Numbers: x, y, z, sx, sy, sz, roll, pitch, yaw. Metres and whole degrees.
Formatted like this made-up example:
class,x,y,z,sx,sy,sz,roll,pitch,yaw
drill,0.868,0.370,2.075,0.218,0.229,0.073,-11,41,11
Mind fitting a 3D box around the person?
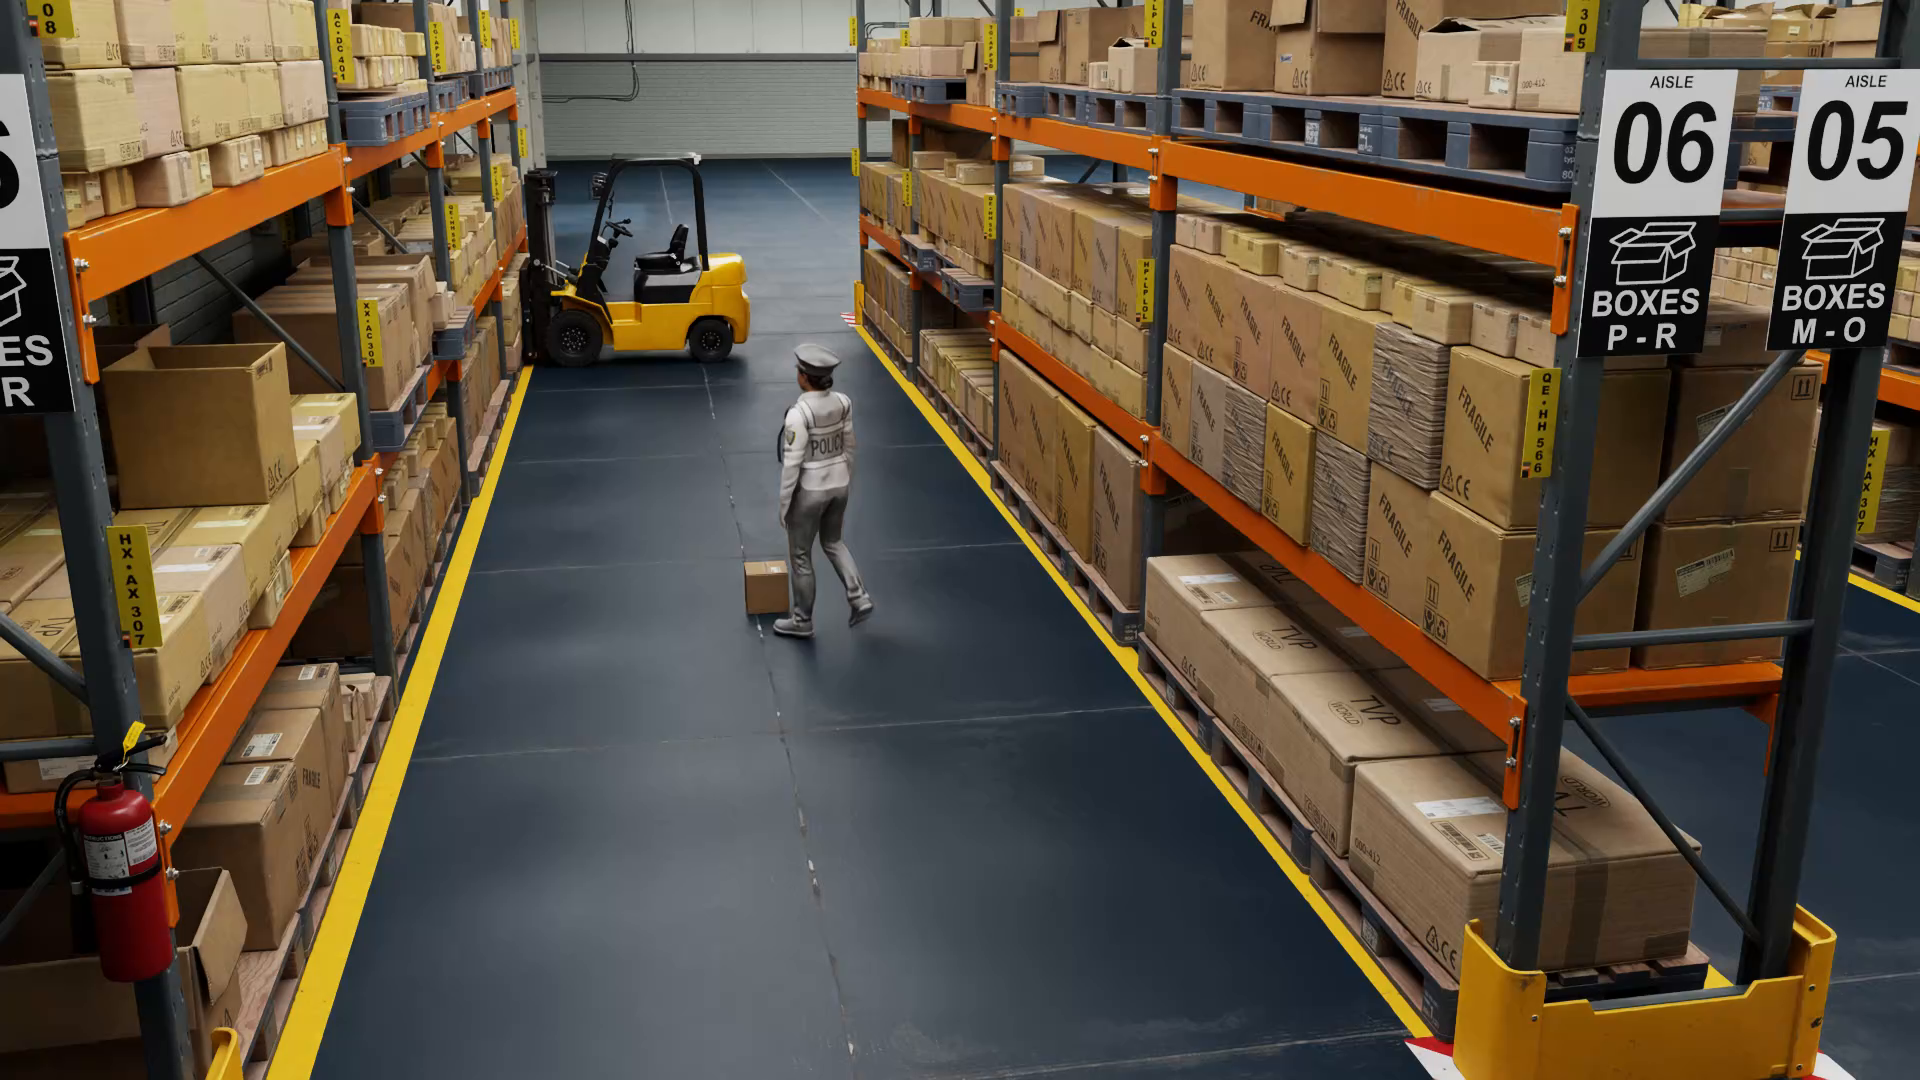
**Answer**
class,x,y,z,sx,sy,sz,roll,pitch,yaw
person,-0.976,-0.263,9.337,0.547,1.712,0.364,-14,22,-40
